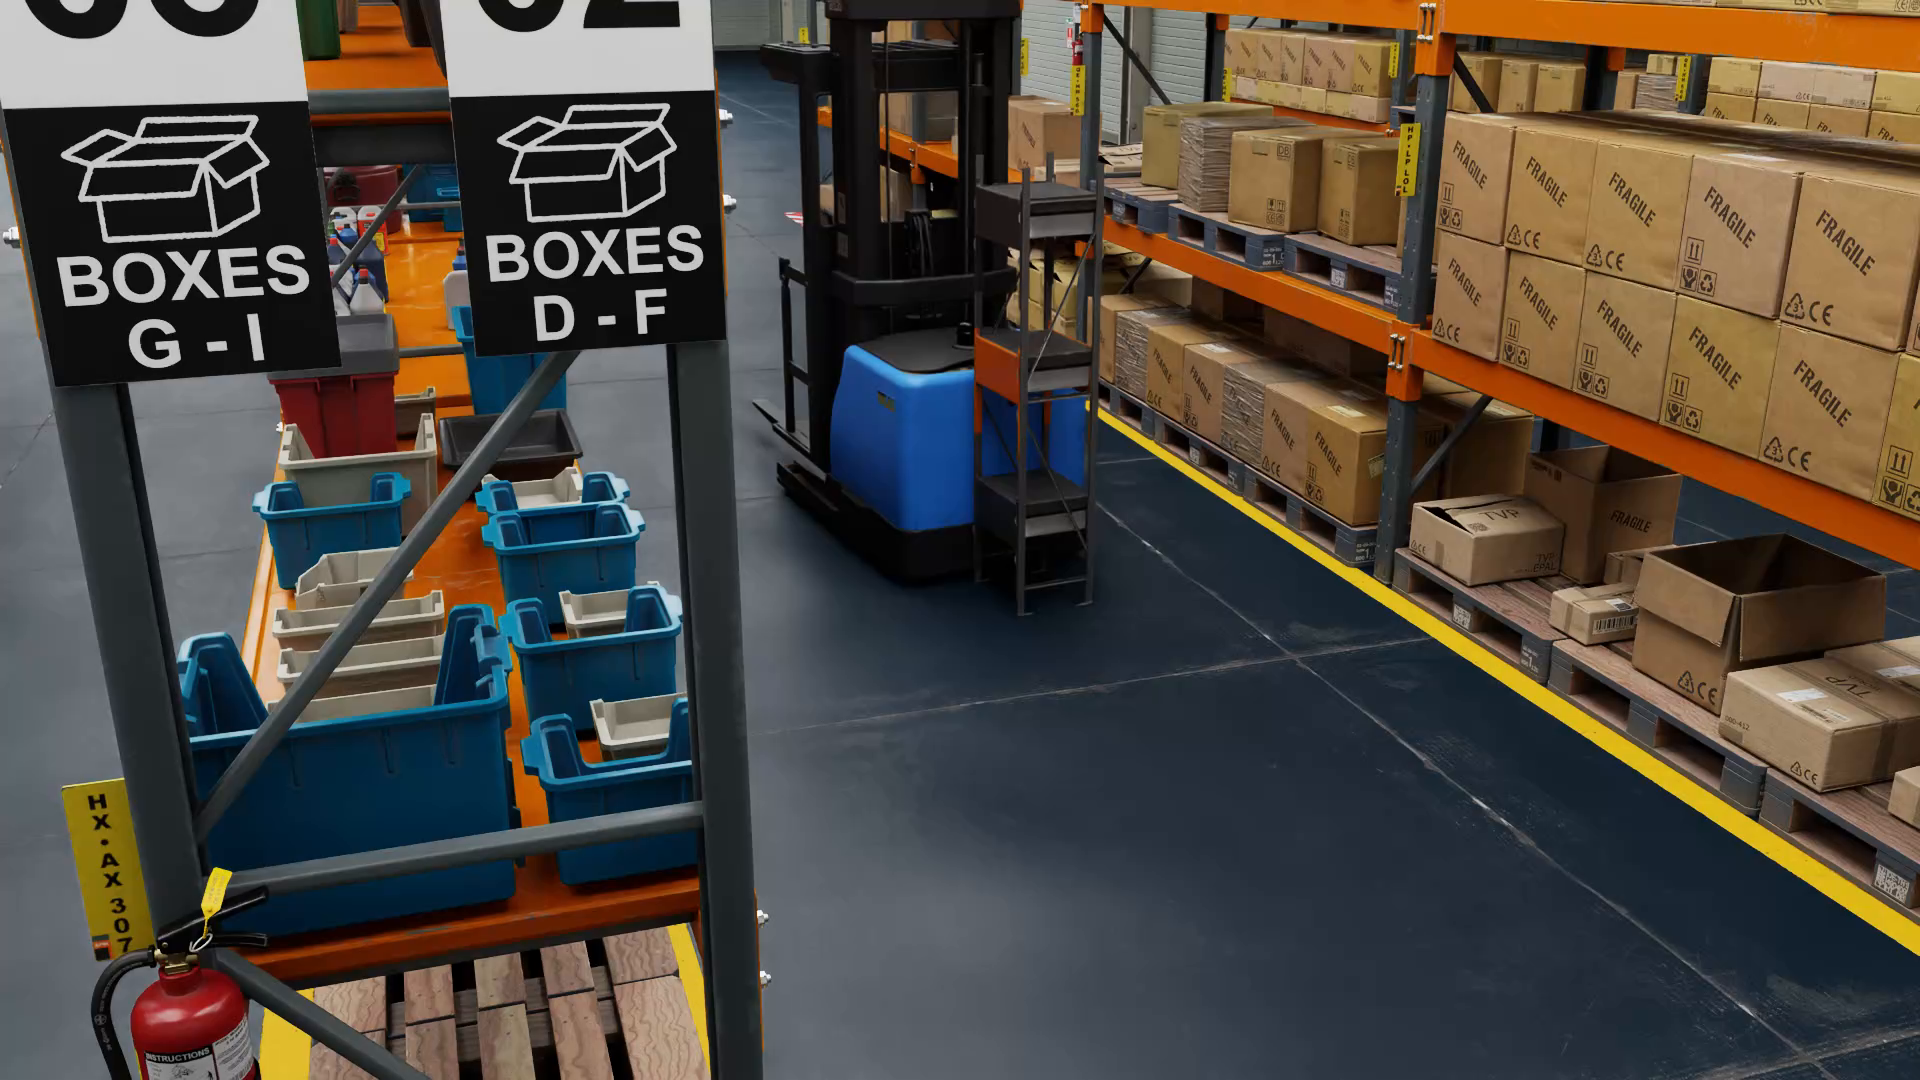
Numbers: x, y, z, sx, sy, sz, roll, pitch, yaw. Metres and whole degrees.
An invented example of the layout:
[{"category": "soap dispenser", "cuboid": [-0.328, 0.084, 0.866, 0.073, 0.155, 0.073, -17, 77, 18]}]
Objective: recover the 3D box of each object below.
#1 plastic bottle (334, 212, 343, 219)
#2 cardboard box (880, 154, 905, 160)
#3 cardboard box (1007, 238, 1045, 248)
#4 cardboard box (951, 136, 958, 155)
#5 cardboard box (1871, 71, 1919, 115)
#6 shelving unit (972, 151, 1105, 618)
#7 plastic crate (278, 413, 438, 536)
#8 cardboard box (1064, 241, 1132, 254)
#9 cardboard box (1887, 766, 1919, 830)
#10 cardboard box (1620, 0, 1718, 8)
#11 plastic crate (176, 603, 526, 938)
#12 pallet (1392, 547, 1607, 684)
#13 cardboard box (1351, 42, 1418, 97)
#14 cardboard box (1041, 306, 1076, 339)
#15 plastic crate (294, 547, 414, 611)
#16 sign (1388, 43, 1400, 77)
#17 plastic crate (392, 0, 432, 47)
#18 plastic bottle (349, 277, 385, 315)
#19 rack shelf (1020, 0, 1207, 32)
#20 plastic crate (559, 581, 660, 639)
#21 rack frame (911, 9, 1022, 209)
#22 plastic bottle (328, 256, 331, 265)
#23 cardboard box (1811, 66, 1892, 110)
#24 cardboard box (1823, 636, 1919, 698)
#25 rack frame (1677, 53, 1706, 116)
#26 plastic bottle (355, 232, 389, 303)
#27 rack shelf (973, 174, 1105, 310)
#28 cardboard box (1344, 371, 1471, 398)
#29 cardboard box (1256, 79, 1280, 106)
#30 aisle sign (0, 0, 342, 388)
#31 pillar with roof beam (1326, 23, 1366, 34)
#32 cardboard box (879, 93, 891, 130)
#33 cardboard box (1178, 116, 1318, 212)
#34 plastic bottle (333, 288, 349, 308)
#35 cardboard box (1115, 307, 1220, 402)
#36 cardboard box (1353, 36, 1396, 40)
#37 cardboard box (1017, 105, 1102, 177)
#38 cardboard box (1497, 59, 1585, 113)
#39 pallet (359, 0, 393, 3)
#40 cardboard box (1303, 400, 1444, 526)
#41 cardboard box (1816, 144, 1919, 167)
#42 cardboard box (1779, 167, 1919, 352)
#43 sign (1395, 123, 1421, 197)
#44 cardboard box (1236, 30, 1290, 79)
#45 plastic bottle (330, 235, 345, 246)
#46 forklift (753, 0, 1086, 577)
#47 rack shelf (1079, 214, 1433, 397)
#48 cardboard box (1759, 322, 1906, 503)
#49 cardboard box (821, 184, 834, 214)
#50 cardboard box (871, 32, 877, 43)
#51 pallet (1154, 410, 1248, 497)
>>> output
[{"category": "plastic bottle", "cuboid": [-3.547, -1.737, 9.507, 0.097, 0.271, 0.097, 0, 20, 0]}, {"category": "cardboard box", "cuboid": [-0.771, -3.683, 17.070, 0.500, 0.500, 0.500, -6, 21, -17]}, {"category": "cardboard box", "cuboid": [0.437, -2.335, 13.598, 0.500, 0.311, 0.500, -6, 21, -16]}, {"category": "cardboard box", "cuboid": [0.144, -3.396, 14.305, 0.380, 0.149, 0.250, -6, 21, -17]}, {"category": "cardboard box", "cuboid": [6.413, -2.945, 10.951, 0.500, 0.250, 0.500, -7, 21, -18]}, {"category": "shelving unit", "cuboid": [0.354, -0.723, 7.824, 0.431, 2.100, 0.503, -9, 21, -23]}, {"category": "plastic crate", "cuboid": [-1.824, -0.191, 5.096, 0.437, 0.282, 0.530, -6, 21, -17]}, {"category": "cardboard box", "cuboid": [1.100, -2.235, 13.318, 0.500, 0.311, 0.500, -7, 21, -19]}, {"category": "cardboard box", "cuboid": [3.385, 0.869, 5.599, 0.380, 0.166, 0.250, -6, 21, -17]}, {"category": "cardboard box", "cuboid": [2.801, -2.090, 6.083, 0.500, 0.250, 0.500, -6, 21, -17]}, {"category": "plastic crate", "cuboid": [-1.155, 0.423, 3.159, 0.616, 0.435, 0.499, -6, 21, -17]}, {"category": "pallet", "cuboid": [2.789, 0.280, 7.825, 1.003, 0.211, 1.213, -6, 21, -17]}, {"category": "cardboard box", "cuboid": [4.319, -4.758, 16.809, 0.500, 0.500, 0.500, -6, 21, -17]}, {"category": "cardboard box", "cuboid": [0.920, -1.583, 12.333, 0.500, 0.250, 0.500, -6, 21, -16]}, {"category": "plastic crate", "cuboid": [-1.599, 0.135, 4.405, 0.298, 0.136, 0.250, -6, 21, -17]}, {"category": "sign", "cuboid": [4.248, -4.695, 16.270, 0.100, 0.325, 0.005, -6, 21, -17]}, {"category": "plastic crate", "cuboid": [-1.091, -1.346, 3.881, 0.504, 0.338, 0.767, -6, 21, -17]}, {"category": "plastic bottle", "cuboid": [-2.592, -0.980, 7.281, 0.144, 0.351, 0.185, -6, 21, -17]}, {"category": "rack shelf", "cuboid": [0.688, -4.251, 12.942, 1.077, 0.370, 4.000, -6, 21, -17]}, {"category": "plastic crate", "cuboid": [-0.873, 0.208, 4.201, 0.250, 0.136, 0.298, -6, 21, -17]}, {"category": "rack frame", "cuboid": [0.060, -3.820, 15.115, 1.000, 3.000, 0.127, -6, 21, -17]}, {"category": "plastic bottle", "cuboid": [-3.065, -1.231, 8.079, 0.061, 0.283, 0.133, -6, 21, -17]}, {"category": "cardboard box", "cuboid": [6.247, -3.108, 11.405, 0.500, 0.250, 0.500, -6, 21, -17]}, {"category": "cardboard box", "cuboid": [3.615, 0.592, 6.247, 0.500, 0.250, 0.500, -6, 21, -17]}, {"category": "rack frame", "cuboid": [6.018, -3.064, 13.010, 1.000, 3.000, 0.127, -6, 21, -17]}, {"category": "plastic bottle", "cuboid": [-2.973, -1.378, 8.387, 0.144, 0.351, 0.185, -6, 21, -17]}, {"category": "rack shelf", "cuboid": [0.354, -1.369, 7.592, 0.431, 0.518, 0.480, -9, 21, -23]}, {"category": "cardboard box", "cuboid": [2.475, -0.635, 9.293, 0.500, 0.500, 0.500, -6, 21, -16]}, {"category": "cardboard box", "cuboid": [3.687, -5.051, 18.733, 0.500, 0.250, 0.500, -7, 21, -18]}, {"category": "aisle sign", "cuboid": [-1.128, -0.613, 2.341, 0.394, 0.787, 0.004, -6, 21, -17]}, {"category": "pillar with roof beam", "cuboid": [0.458, -7.865, 17.500, 9.100, 9.000, 0.400, -6, 21, -17]}, {"category": "cardboard box", "cuboid": [-0.412, -4.339, 16.411, 0.700, 0.500, 0.500, -6, 21, -16]}, {"category": "cardboard box", "cuboid": [1.728, -2.277, 10.050, 0.700, 0.500, 0.500, -3, 20, -7]}, {"category": "plastic bottle", "cuboid": [-2.729, -0.965, 7.238, 0.144, 0.351, 0.185, -6, 21, -17]}, {"category": "cardboard box", "cuboid": [1.358, -1.223, 10.932, 0.500, 0.500, 0.500, -7, 21, -19]}, {"category": "cardboard box", "cuboid": [4.501, -5.139, 17.870, 0.500, 0.500, 0.500, -6, 21, -16]}, {"category": "cardboard box", "cuboid": [0.774, -3.120, 13.018, 0.500, 0.500, 0.500, -8, 21, -20]}, {"category": "cardboard box", "cuboid": [5.294, -4.047, 14.947, 0.700, 0.500, 0.500, -4, 20, -10]}, {"category": "pallet", "cuboid": [-2.469, -2.292, 6.702, 1.213, 0.211, 1.003, -6, 21, -17]}, {"category": "cardboard box", "cuboid": [2.147, -0.411, 8.671, 0.500, 0.500, 0.500, -7, 21, -17]}, {"category": "cardboard box", "cuboid": [3.458, -1.148, 6.049, 0.500, 0.500, 0.500, -7, 21, -18]}, {"category": "cardboard box", "cuboid": [3.103, -0.928, 5.437, 0.500, 0.500, 0.500, -6, 21, -16]}, {"category": "sign", "cuboid": [2.048, -1.738, 7.604, 0.100, 0.325, 0.005, -6, 21, -17]}, {"category": "cardboard box", "cuboid": [3.514, -5.578, 19.092, 0.500, 0.500, 0.500, -6, 21, -17]}, {"category": "plastic bottle", "cuboid": [-3.287, -1.472, 8.768, 0.097, 0.271, 0.097, 0, 20, 0]}, {"category": "forklift", "cuboid": [-0.417, -1.655, 9.188, 1.130, 2.935, 3.031, -9, 21, -23]}, {"category": "rack shelf", "cuboid": [1.945, -1.556, 9.876, 1.077, 0.370, 4.000, -6, 21, -17]}, {"category": "cardboard box", "cuboid": [3.114, -0.458, 5.606, 0.500, 0.500, 0.500, -6, 21, -17]}, {"category": "cardboard box", "cuboid": [-1.240, -3.812, 18.537, 0.500, 0.250, 0.500, -6, 21, -17]}, {"category": "cardboard box", "cuboid": [-0.559, -5.103, 16.618, 0.700, 0.500, 0.500, -6, 21, -17]}, {"category": "pallet", "cuboid": [1.895, -0.590, 10.246, 1.003, 0.211, 1.213, -6, 21, -17]}]
